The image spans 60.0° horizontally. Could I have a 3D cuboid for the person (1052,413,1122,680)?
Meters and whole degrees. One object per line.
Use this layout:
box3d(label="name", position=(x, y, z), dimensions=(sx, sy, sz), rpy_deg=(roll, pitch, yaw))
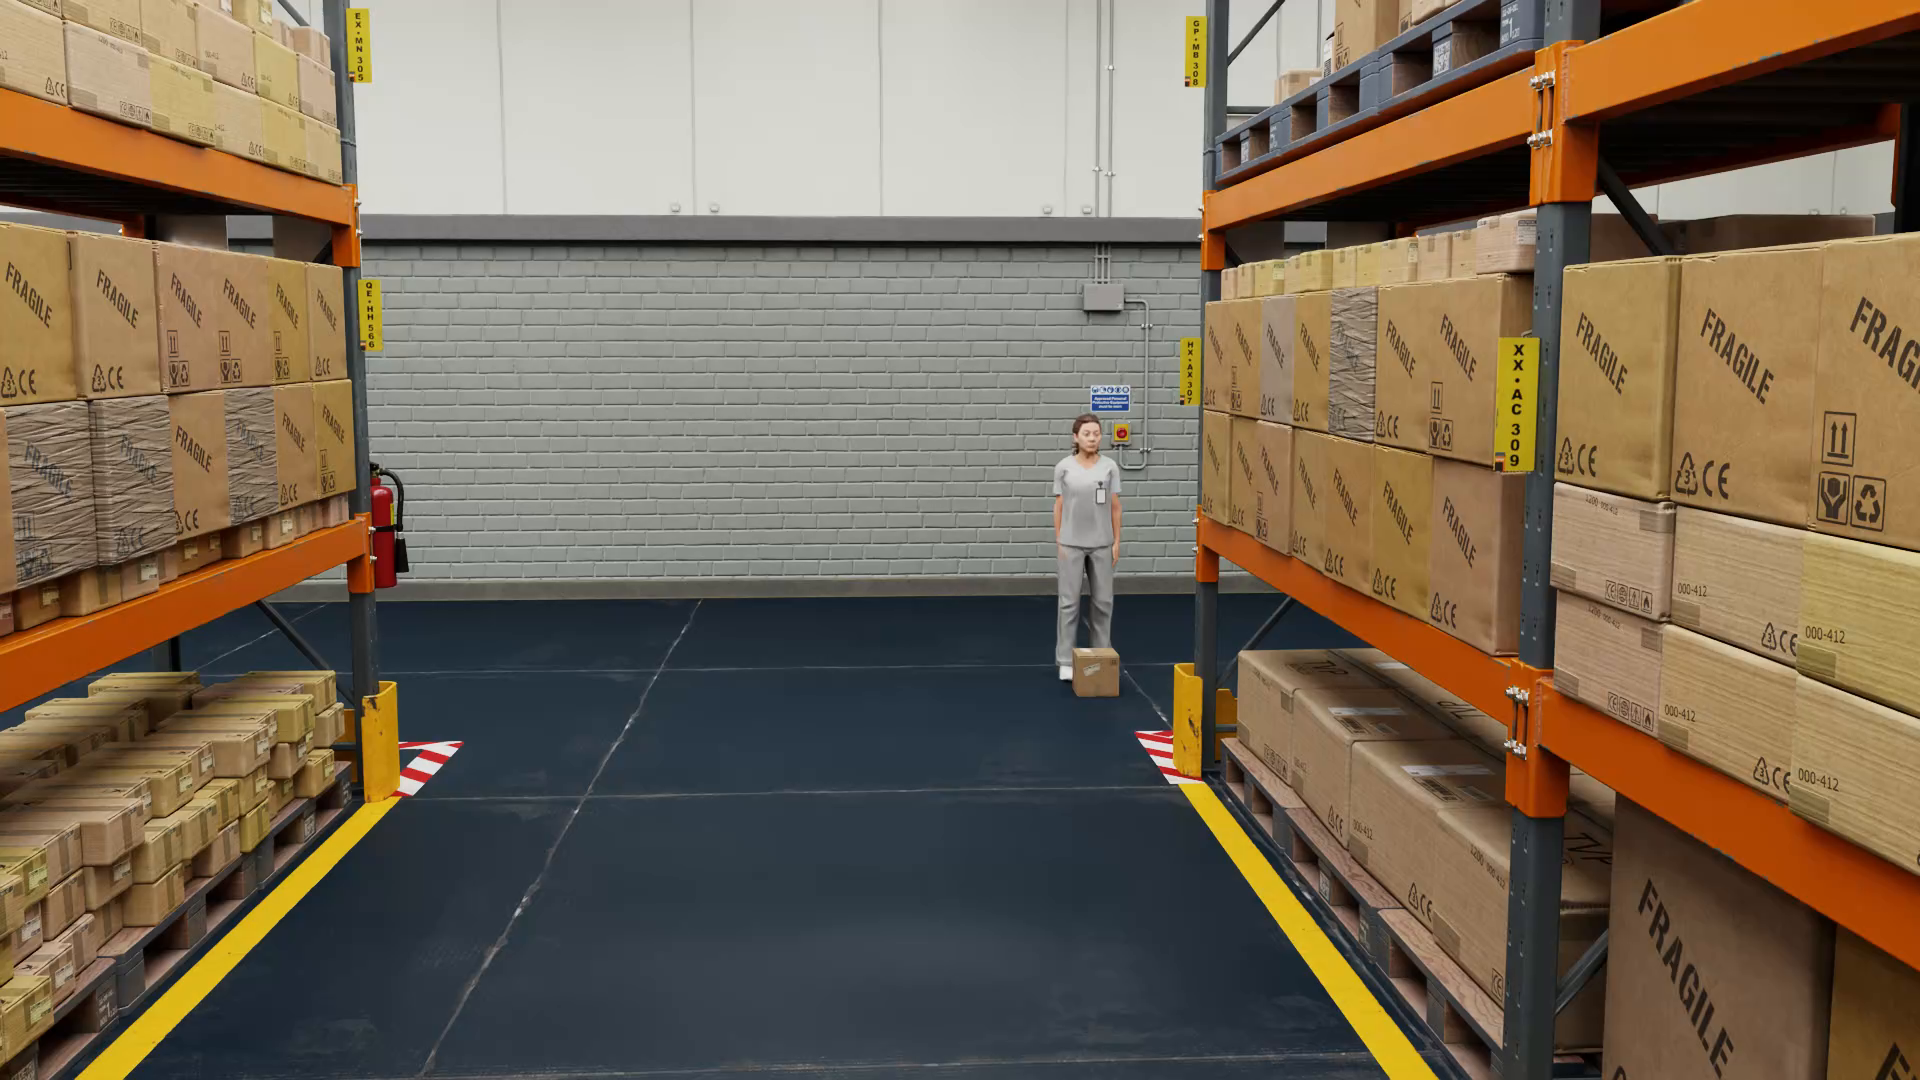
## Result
box3d(label="person", position=(0.798, 0.052, 10.450), dimensions=(0.438, 1.689, 0.348), rpy_deg=(0, 7, -2))
